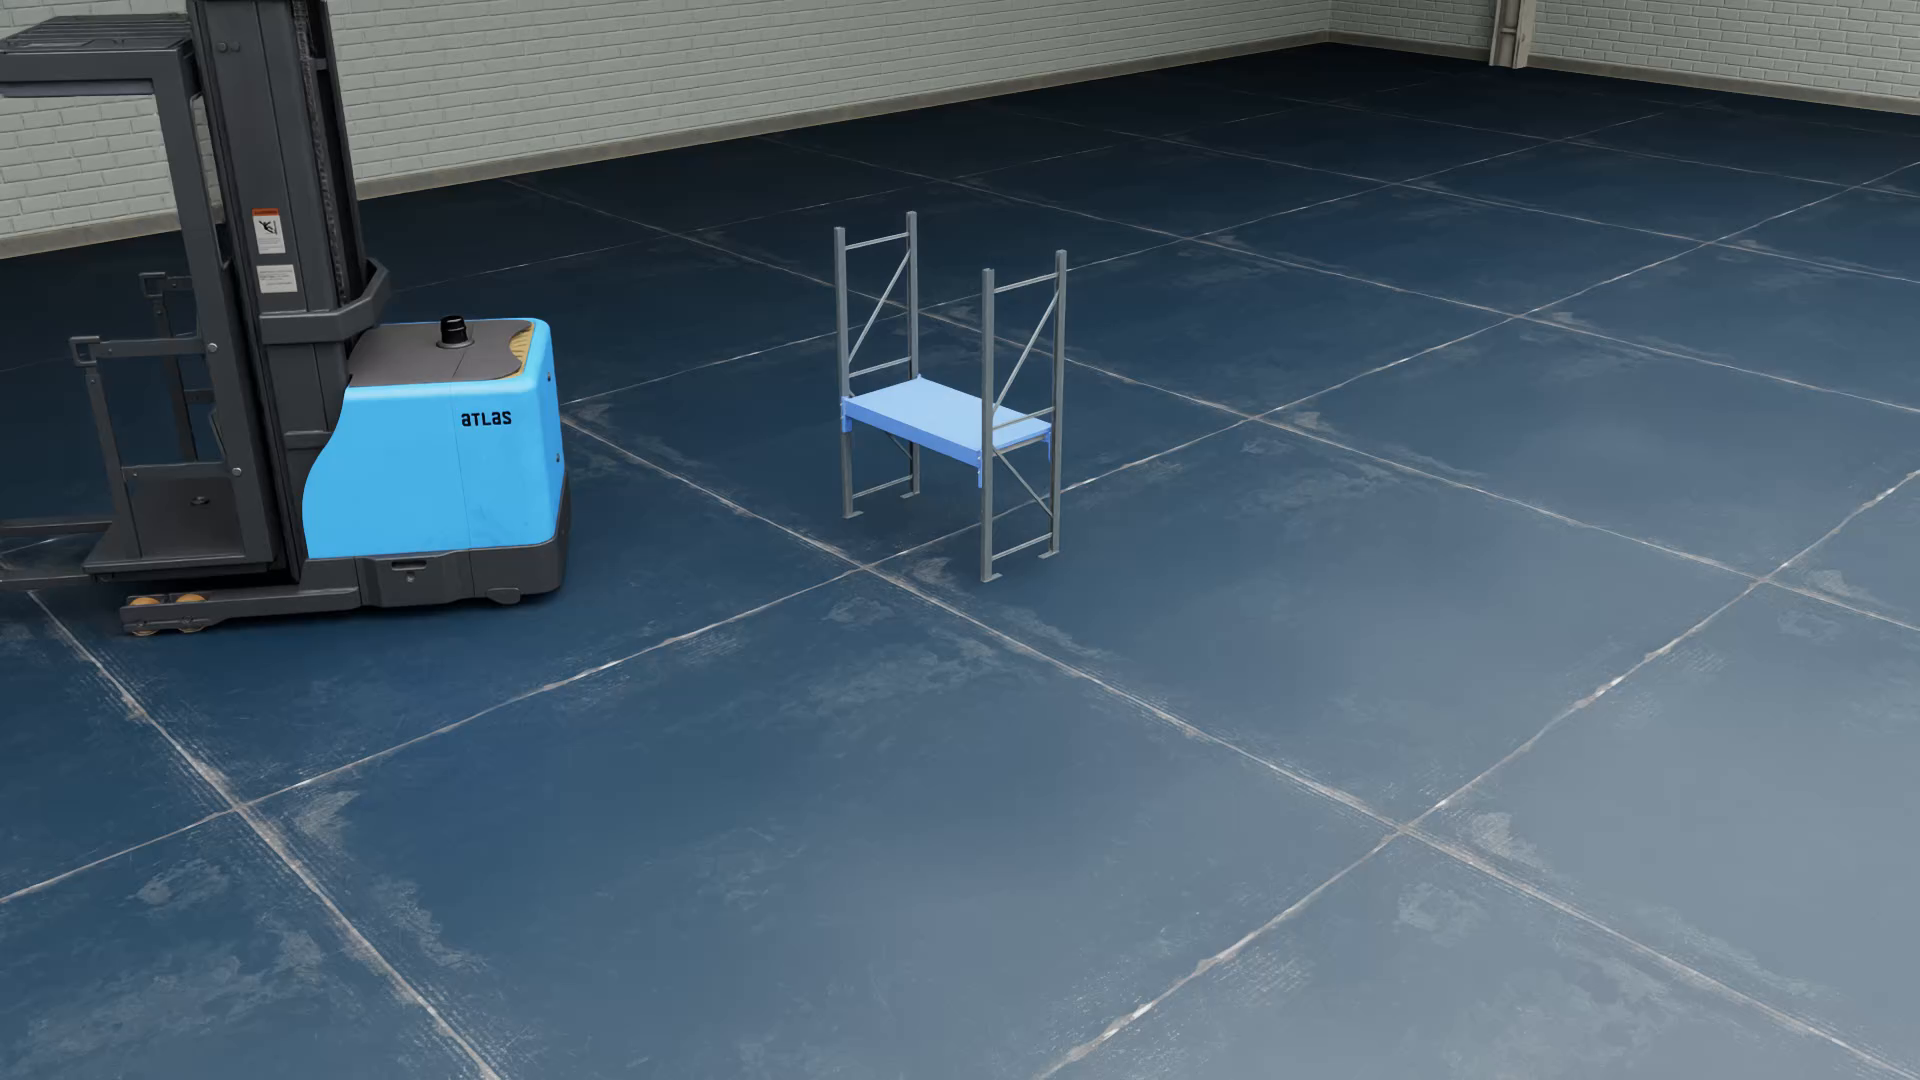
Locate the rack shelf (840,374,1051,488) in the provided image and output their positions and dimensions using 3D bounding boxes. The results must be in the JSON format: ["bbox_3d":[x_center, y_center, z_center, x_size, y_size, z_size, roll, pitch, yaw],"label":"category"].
[{"bbox_3d":[-0.058,-0.545,8.070,0.538,0.185,1.000,-21,32,-38],"label":"rack shelf"}]

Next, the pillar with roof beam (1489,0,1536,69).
[{"bbox_3d":[4.110,-9.149,17.464,9.100,9.000,0.400,-21,32,-38],"label":"pillar with roof beam"}]

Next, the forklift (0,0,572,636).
[{"bbox_3d":[-3.393,-1.147,7.234,3.031,2.935,1.130,-4,25,-8],"label":"forklift"}]

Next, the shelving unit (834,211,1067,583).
[{"bbox_3d":[-0.058,-0.708,7.995,0.538,1.500,1.048,-21,32,-38],"label":"shelving unit"}]

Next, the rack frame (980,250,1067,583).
[{"bbox_3d":[0.289,-0.554,7.658,0.500,1.500,0.032,-21,32,-38],"label":"rack frame"}]

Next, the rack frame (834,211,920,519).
[{"bbox_3d":[-0.406,-0.862,8.333,0.500,1.500,0.032,-21,32,-38],"label":"rack frame"}]
